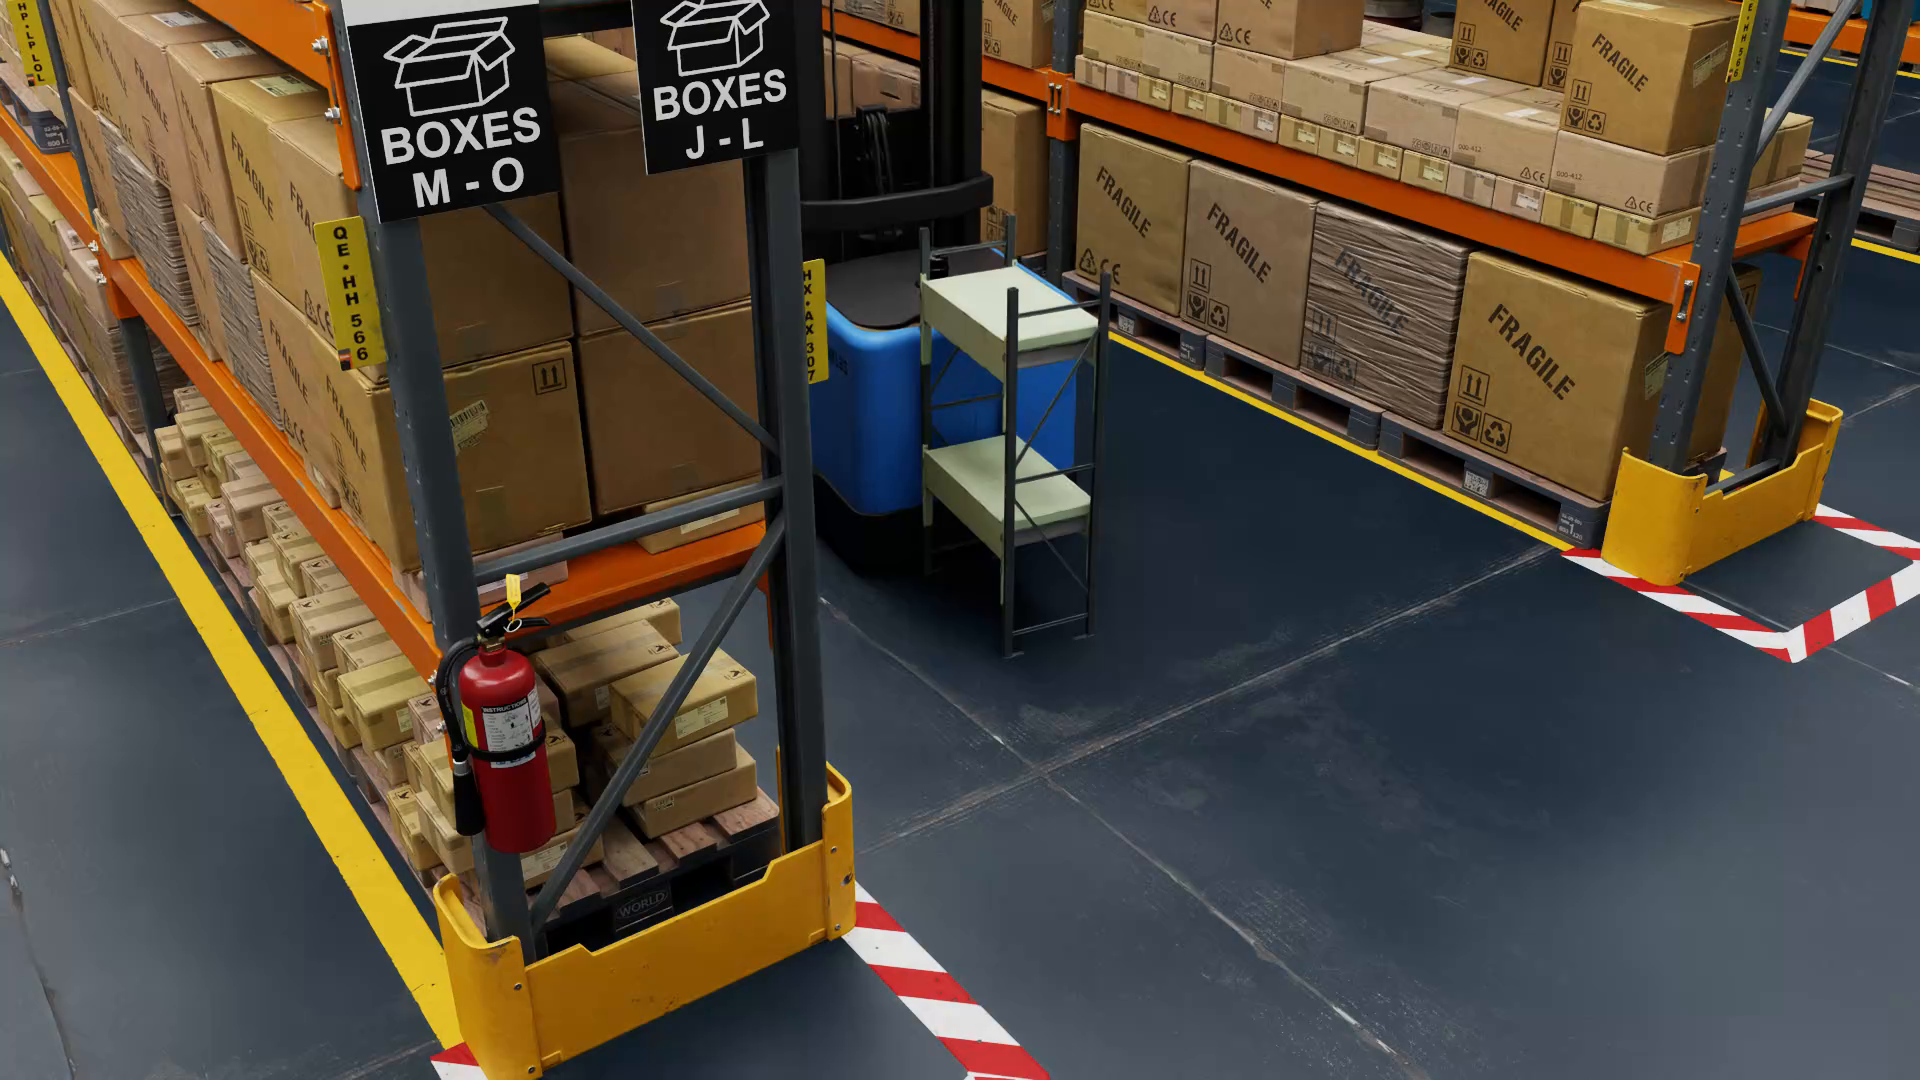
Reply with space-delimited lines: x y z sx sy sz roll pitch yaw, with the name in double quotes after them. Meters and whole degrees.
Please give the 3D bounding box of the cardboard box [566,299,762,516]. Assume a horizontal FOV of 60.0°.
-0.859 -0.442 4.505 0.500 0.500 0.500 -17 33 -28 "cardboard box"

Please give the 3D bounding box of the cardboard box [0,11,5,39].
-4.740 -2.685 8.563 0.380 0.149 0.250 -19 34 -31 "cardboard box"

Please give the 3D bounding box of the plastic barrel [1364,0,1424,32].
3.622 -4.332 14.170 0.600 0.588 0.708 -19 34 -31 "plastic barrel"

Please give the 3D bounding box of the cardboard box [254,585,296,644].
-2.408 0.220 6.248 0.380 0.149 0.250 -20 34 -32 "cardboard box"

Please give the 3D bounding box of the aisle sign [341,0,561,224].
-1.025 -1.047 3.312 0.394 0.787 0.004 -19 34 -31 "aisle sign"

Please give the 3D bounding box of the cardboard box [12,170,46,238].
-4.690 -1.814 8.841 0.500 0.250 0.500 -18 34 -30 "cardboard box"

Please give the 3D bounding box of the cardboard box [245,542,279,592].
-2.414 0.089 6.179 0.380 0.149 0.250 -19 34 -31 "cardboard box"

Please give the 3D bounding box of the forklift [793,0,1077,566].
-0.585 -1.857 7.599 1.130 2.935 3.031 -13 31 -22 "forklift"

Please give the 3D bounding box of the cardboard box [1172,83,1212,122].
1.316 -2.282 8.572 0.380 0.149 0.250 -20 34 -32 "cardboard box"

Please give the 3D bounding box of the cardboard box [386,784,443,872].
-1.530 0.833 5.121 0.380 0.149 0.250 -18 33 -29 "cardboard box"

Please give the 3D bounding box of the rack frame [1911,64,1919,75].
9.027 -5.646 14.504 1.000 3.000 0.127 -19 34 -31 "rack frame"

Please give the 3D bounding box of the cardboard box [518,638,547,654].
-1.362 0.212 5.641 0.380 0.149 0.250 -21 35 -33 "cardboard box"

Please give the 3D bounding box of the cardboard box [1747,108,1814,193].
3.217 -1.676 7.039 0.500 0.250 0.500 -20 34 -32 "cardboard box"

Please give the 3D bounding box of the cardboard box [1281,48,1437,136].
1.884 -2.127 7.868 0.500 0.250 0.500 -19 34 -31 "cardboard box"

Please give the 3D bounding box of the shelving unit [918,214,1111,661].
0.188 -0.398 6.412 0.431 1.500 0.755 -13 31 -22 "shelving unit"

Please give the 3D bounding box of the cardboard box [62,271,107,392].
-4.075 -1.075 8.266 0.500 0.500 0.500 -20 34 -32 "cardboard box"

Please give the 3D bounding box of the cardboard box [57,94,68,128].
-3.829 -1.944 7.509 0.380 0.149 0.250 -19 34 -31 "cardboard box"

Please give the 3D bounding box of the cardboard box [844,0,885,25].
-0.415 -3.647 10.718 0.500 0.500 0.500 -19 34 -30 "cardboard box"

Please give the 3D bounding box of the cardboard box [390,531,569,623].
-1.243 0.045 4.287 0.380 0.149 0.250 -19 34 -31 "cardboard box"

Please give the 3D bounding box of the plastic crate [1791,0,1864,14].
5.726 -3.606 10.808 0.437 0.282 0.530 -19 34 -31 "plastic crate"

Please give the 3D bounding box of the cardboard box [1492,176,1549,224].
2.503 -1.486 7.107 0.380 0.149 0.250 -19 34 -31 "cardboard box"

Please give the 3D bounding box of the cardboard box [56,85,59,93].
-3.831 -2.076 7.441 0.380 0.149 0.250 -17 33 -29 "cardboard box"

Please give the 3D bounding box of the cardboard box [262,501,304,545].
-2.338 -0.066 6.152 0.380 0.149 0.250 -20 35 -33 "cardboard box"

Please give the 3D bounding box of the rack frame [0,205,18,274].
-5.464 -3.127 9.864 1.000 3.000 0.127 -19 34 -31 "rack frame"

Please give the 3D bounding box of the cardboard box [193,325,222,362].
-2.442 -0.762 5.773 0.380 0.149 0.250 -17 33 -29 "cardboard box"

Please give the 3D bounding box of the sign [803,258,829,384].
-0.382 -0.547 4.208 0.100 0.325 0.005 -19 34 -31 "sign"

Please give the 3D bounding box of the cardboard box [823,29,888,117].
-0.471 -3.089 11.580 1.225 0.875 0.875 -19 34 -30 "cardboard box"

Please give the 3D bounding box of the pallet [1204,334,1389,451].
2.044 -0.888 8.664 1.003 0.211 1.213 -19 34 -31 "pallet"

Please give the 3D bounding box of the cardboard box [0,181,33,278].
-5.261 -1.867 9.724 0.500 0.500 0.500 -20 35 -33 "cardboard box"

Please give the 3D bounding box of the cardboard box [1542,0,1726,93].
2.927 -2.200 7.218 0.500 0.500 0.500 -20 34 -32 "cardboard box"

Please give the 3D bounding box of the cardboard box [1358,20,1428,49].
2.024 -2.472 8.505 0.500 0.250 0.500 -18 33 -30 "cardboard box"

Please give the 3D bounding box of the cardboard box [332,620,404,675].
-1.788 0.357 5.373 0.380 0.149 0.250 -20 34 -33 "cardboard box"

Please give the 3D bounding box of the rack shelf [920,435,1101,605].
0.188 -0.112 6.567 0.431 0.370 0.720 -13 31 -22 "rack shelf"

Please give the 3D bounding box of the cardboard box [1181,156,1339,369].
1.795 -1.528 8.706 0.875 0.875 0.875 -19 34 -31 "cardboard box"

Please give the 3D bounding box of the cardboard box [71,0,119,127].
-2.767 -1.745 5.857 0.500 0.500 0.500 -20 34 -32 "cardboard box"

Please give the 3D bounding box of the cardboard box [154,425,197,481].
-3.194 -0.405 7.087 0.380 0.149 0.250 -17 33 -28 "cardboard box"

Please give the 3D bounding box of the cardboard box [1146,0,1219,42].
1.304 -2.849 8.413 0.500 0.500 0.500 -19 34 -31 "cardboard box"

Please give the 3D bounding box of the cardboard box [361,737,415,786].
-1.665 0.593 5.250 0.380 0.149 0.250 -20 35 -33 "cardboard box"

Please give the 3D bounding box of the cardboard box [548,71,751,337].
-0.868 -0.879 4.261 0.500 0.500 0.500 -19 34 -31 "cardboard box"

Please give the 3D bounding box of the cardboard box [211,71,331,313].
-1.585 -0.937 4.367 0.500 0.500 0.500 -20 34 -32 "cardboard box"

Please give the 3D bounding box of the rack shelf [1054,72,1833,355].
2.115 -1.812 8.197 1.077 0.370 4.000 -19 34 -31 "rack shelf"

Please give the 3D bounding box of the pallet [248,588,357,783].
-2.013 0.380 6.329 1.003 0.211 1.213 -19 34 -31 "pallet"

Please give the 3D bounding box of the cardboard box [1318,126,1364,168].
1.914 -1.882 7.835 0.380 0.149 0.250 -18 33 -30 "cardboard box"

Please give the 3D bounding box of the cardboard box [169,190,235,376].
-2.171 -0.887 5.325 0.500 0.500 0.500 -17 33 -28 "cardboard box"

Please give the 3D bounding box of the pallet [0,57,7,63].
-4.964 -2.795 9.454 1.213 0.211 1.003 -19 34 -31 "pallet"

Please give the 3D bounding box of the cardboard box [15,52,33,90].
-4.448 -2.354 8.266 0.380 0.149 0.250 -20 34 -32 "cardboard box"

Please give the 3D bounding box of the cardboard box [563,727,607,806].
-1.085 0.680 5.401 0.380 0.149 0.250 -19 34 -31 "cardboard box"

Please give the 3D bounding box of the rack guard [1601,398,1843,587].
3.289 -0.243 7.173 1.175 0.500 0.348 -19 34 -31 "rack guard"

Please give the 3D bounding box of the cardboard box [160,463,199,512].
-3.194 -0.273 7.156 0.380 0.149 0.250 -20 35 -33 "cardboard box"

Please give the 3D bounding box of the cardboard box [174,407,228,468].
-3.001 -0.450 6.859 0.380 0.149 0.250 -17 33 -28 "cardboard box"

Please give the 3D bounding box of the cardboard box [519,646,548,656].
-1.306 0.324 5.746 0.380 0.149 0.250 -18 33 -29 "cardboard box"
